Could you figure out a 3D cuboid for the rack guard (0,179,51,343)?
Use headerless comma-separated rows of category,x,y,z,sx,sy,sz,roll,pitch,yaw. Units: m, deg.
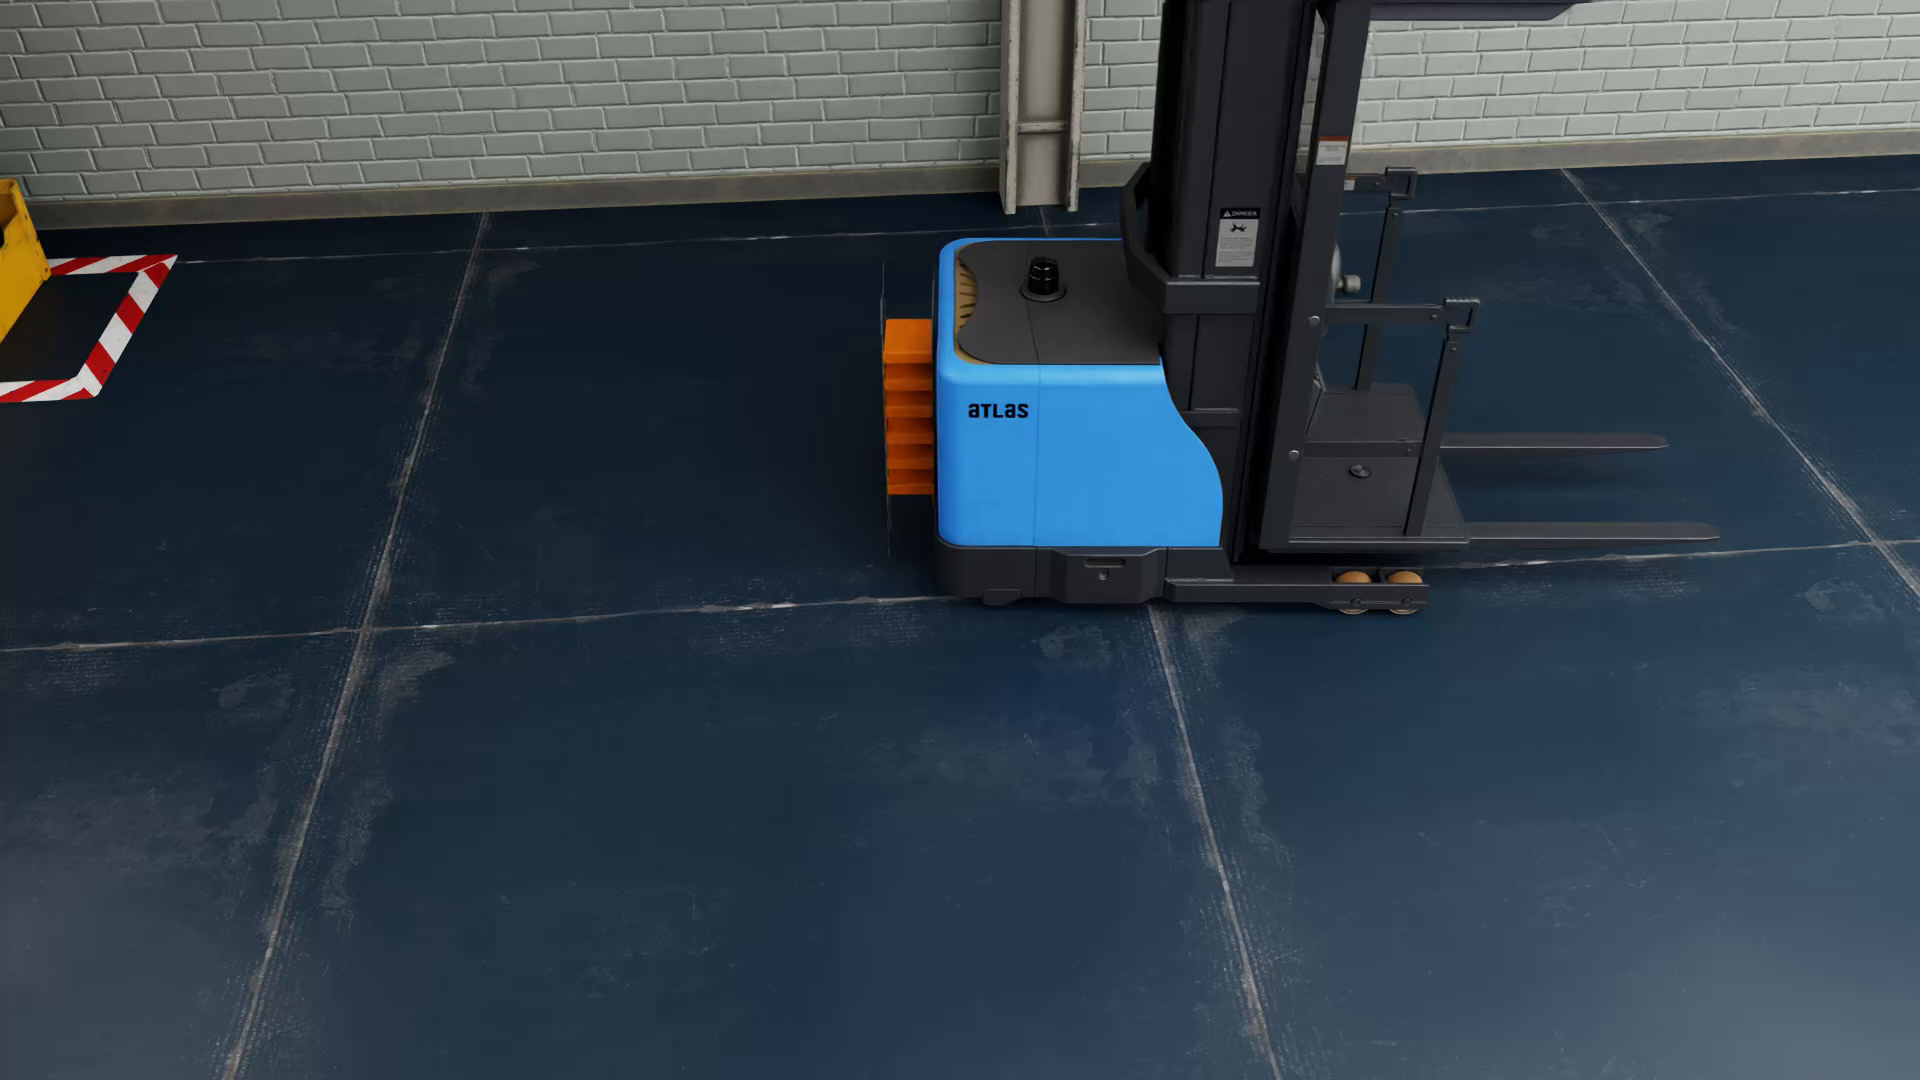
rack guard,-4.753,-1.217,7.889,0.348,0.500,1.175,-3,38,-4

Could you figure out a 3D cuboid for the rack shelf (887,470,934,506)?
rack shelf,-0.191,-0.251,6.558,0.180,0.103,0.258,0,38,0

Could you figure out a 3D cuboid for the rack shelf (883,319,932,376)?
rack shelf,-0.191,-0.722,6.187,0.180,0.103,0.258,0,38,0

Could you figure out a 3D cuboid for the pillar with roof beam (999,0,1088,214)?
pillar with roof beam,0.808,-2.743,2.962,0.400,9.000,9.100,-3,38,-4

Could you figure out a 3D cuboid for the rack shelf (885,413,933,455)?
rack shelf,-0.191,-0.439,6.410,0.180,0.103,0.258,0,38,0

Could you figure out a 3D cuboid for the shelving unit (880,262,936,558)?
shelving unit,-0.191,-0.474,6.382,0.189,1.200,0.258,0,38,0

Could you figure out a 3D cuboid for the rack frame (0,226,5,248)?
rack frame,-4.777,-2.197,7.113,0.127,3.000,1.000,-3,38,-4

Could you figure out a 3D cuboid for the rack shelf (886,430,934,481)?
rack shelf,-0.191,-0.345,6.484,0.180,0.103,0.258,0,38,0

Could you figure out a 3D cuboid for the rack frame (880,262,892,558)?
rack frame,-0.283,-0.474,6.382,0.006,1.200,0.240,0,38,0

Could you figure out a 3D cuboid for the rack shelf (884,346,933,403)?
rack shelf,-0.191,-0.628,6.261,0.180,0.103,0.258,0,38,0

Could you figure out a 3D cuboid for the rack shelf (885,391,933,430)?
rack shelf,-0.191,-0.533,6.335,0.180,0.103,0.258,0,38,0

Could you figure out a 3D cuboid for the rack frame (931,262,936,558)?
rack frame,-0.100,-0.474,6.382,0.006,1.200,0.240,0,38,0

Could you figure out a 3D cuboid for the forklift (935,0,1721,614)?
forklift,1.421,-1.197,5.901,3.031,2.935,1.130,0,38,0
